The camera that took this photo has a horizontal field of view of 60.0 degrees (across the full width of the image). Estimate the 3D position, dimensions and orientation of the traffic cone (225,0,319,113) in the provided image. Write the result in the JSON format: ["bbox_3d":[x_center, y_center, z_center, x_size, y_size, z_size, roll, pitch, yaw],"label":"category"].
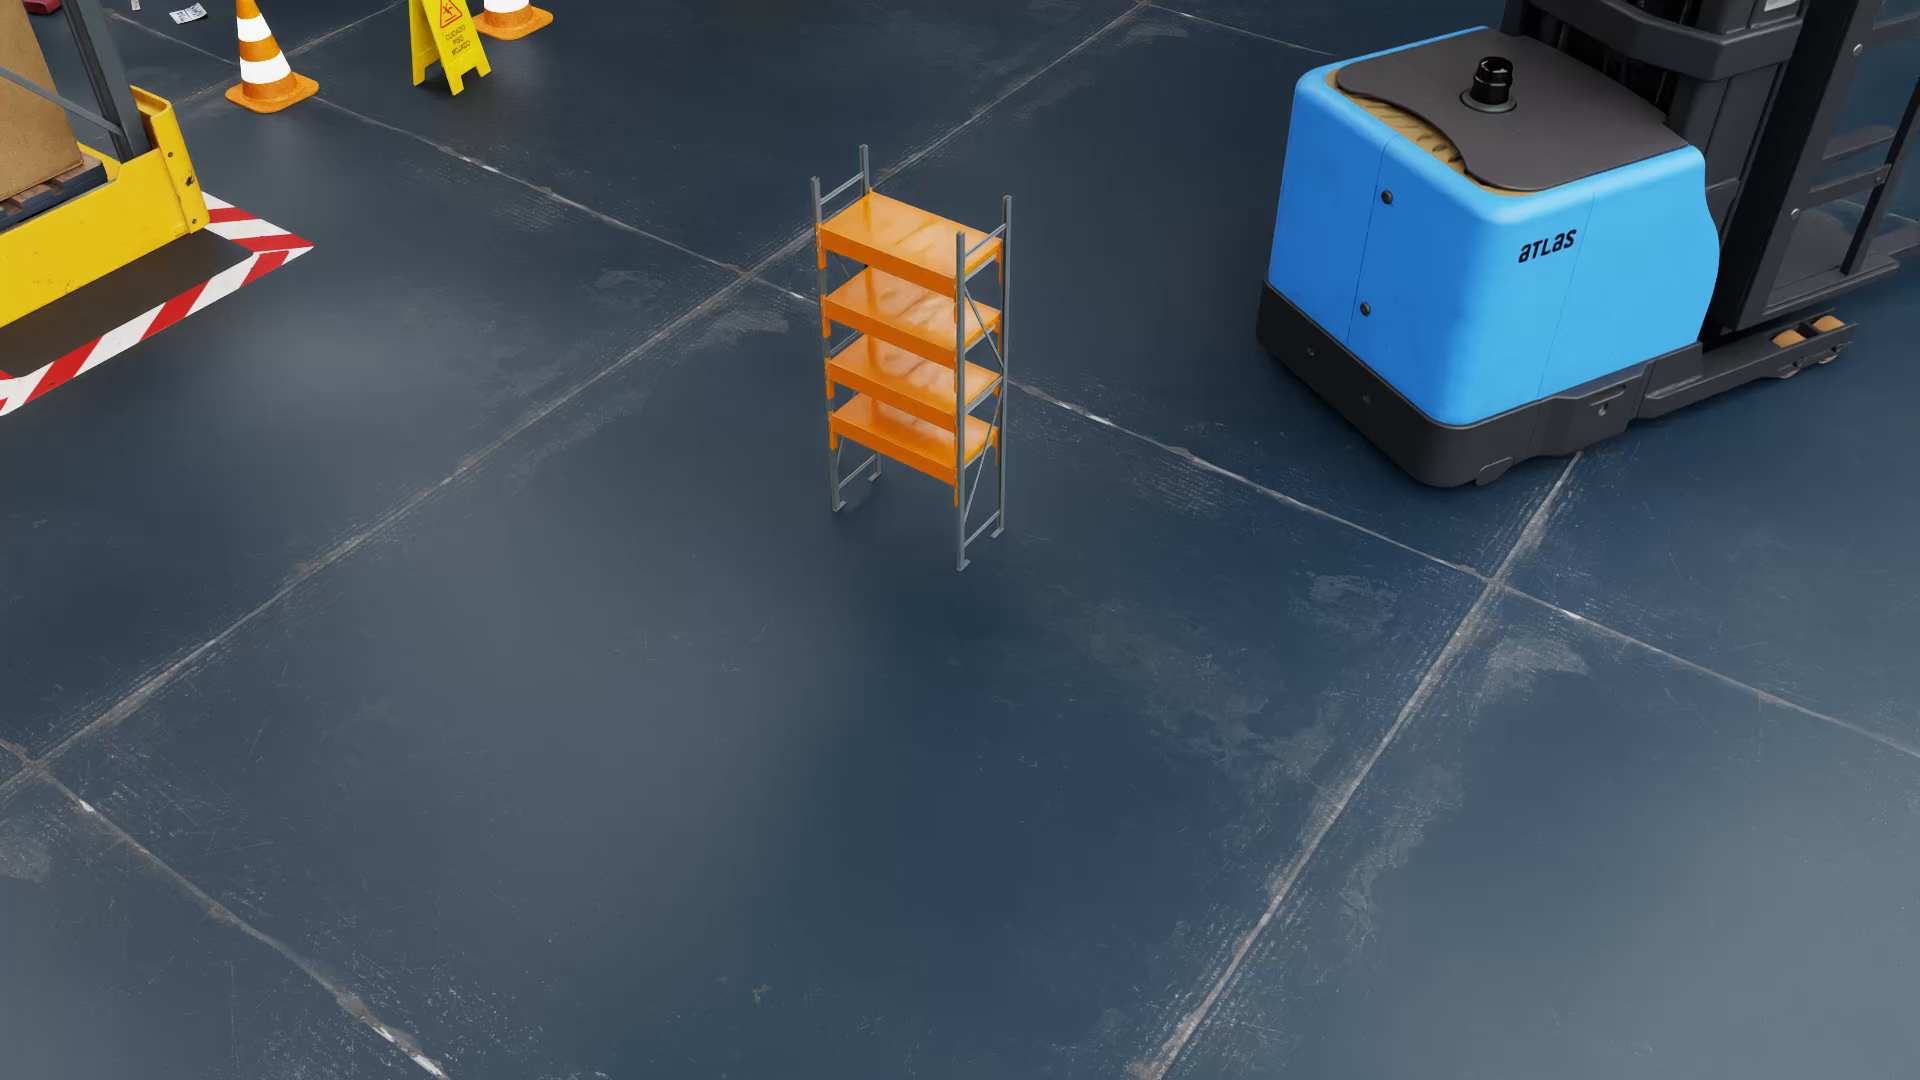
[{"bbox_3d":[-3.102,-2.194,7.355,0.334,0.463,0.336,25,48,25],"label":"traffic cone"}]

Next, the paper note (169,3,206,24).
[{"bbox_3d":[-3.758,-2.565,8.095,0.144,0.017,0.142,-25,48,-25],"label":"paper note"}]

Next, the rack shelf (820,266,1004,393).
[{"bbox_3d":[-0.136,-0.627,4.816,0.480,0.148,0.258,25,48,25],"label":"rack shelf"}]

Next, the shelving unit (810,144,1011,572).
[{"bbox_3d":[-0.136,-0.511,4.921,0.503,1.200,0.258,25,48,25],"label":"shelving unit"}]

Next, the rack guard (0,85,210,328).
[{"bbox_3d":[-3.463,-1.220,6.238,0.348,0.500,1.175,25,48,25],"label":"rack guard"}]

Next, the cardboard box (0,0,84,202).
[{"bbox_3d":[-4.076,-1.749,6.233,0.875,0.875,0.875,25,48,26],"label":"cardboard box"}]

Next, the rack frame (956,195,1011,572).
[{"bbox_3d":[0.064,-0.417,4.816,0.015,1.200,0.240,25,48,25],"label":"rack frame"}]

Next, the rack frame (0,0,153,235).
[{"bbox_3d":[-3.483,-2.160,5.415,0.127,3.000,1.000,25,48,25],"label":"rack frame"}]

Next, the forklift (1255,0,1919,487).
[{"bbox_3d":[2.608,-1.959,5.241,3.031,2.935,1.130,-19,45,-20],"label":"forklift"}]

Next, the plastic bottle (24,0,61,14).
[{"bbox_3d":[-4.467,-2.684,8.204,0.133,0.061,0.283,10,43,11],"label":"plastic bottle"}]

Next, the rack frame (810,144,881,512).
[{"bbox_3d":[-0.335,-0.604,5.025,0.015,1.200,0.240,25,48,25],"label":"rack frame"}]

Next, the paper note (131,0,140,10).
[{"bbox_3d":[-4.060,-2.636,8.188,0.032,0.001,0.123,-17,45,-18],"label":"paper note"}]

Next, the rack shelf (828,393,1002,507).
[{"bbox_3d":[-0.136,-0.312,5.098,0.480,0.148,0.258,25,48,25],"label":"rack shelf"}]

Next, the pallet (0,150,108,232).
[{"bbox_3d":[-4.183,-1.385,6.639,1.213,0.211,1.003,25,48,25],"label":"pallet"}]

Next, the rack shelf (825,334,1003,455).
[{"bbox_3d":[-0.136,-0.460,4.966,0.480,0.148,0.258,25,48,25],"label":"rack shelf"}]

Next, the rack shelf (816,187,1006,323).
[{"bbox_3d":[-0.136,-0.803,4.659,0.480,0.148,0.258,25,48,25],"label":"rack shelf"}]

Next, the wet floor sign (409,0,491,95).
[{"bbox_3d":[-2.322,-2.353,7.396,0.232,0.644,0.267,17,45,18],"label":"wet floor sign"}]

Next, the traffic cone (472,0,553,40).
[{"bbox_3d":[-2.175,-2.680,7.898,0.334,0.463,0.336,25,48,25],"label":"traffic cone"}]
